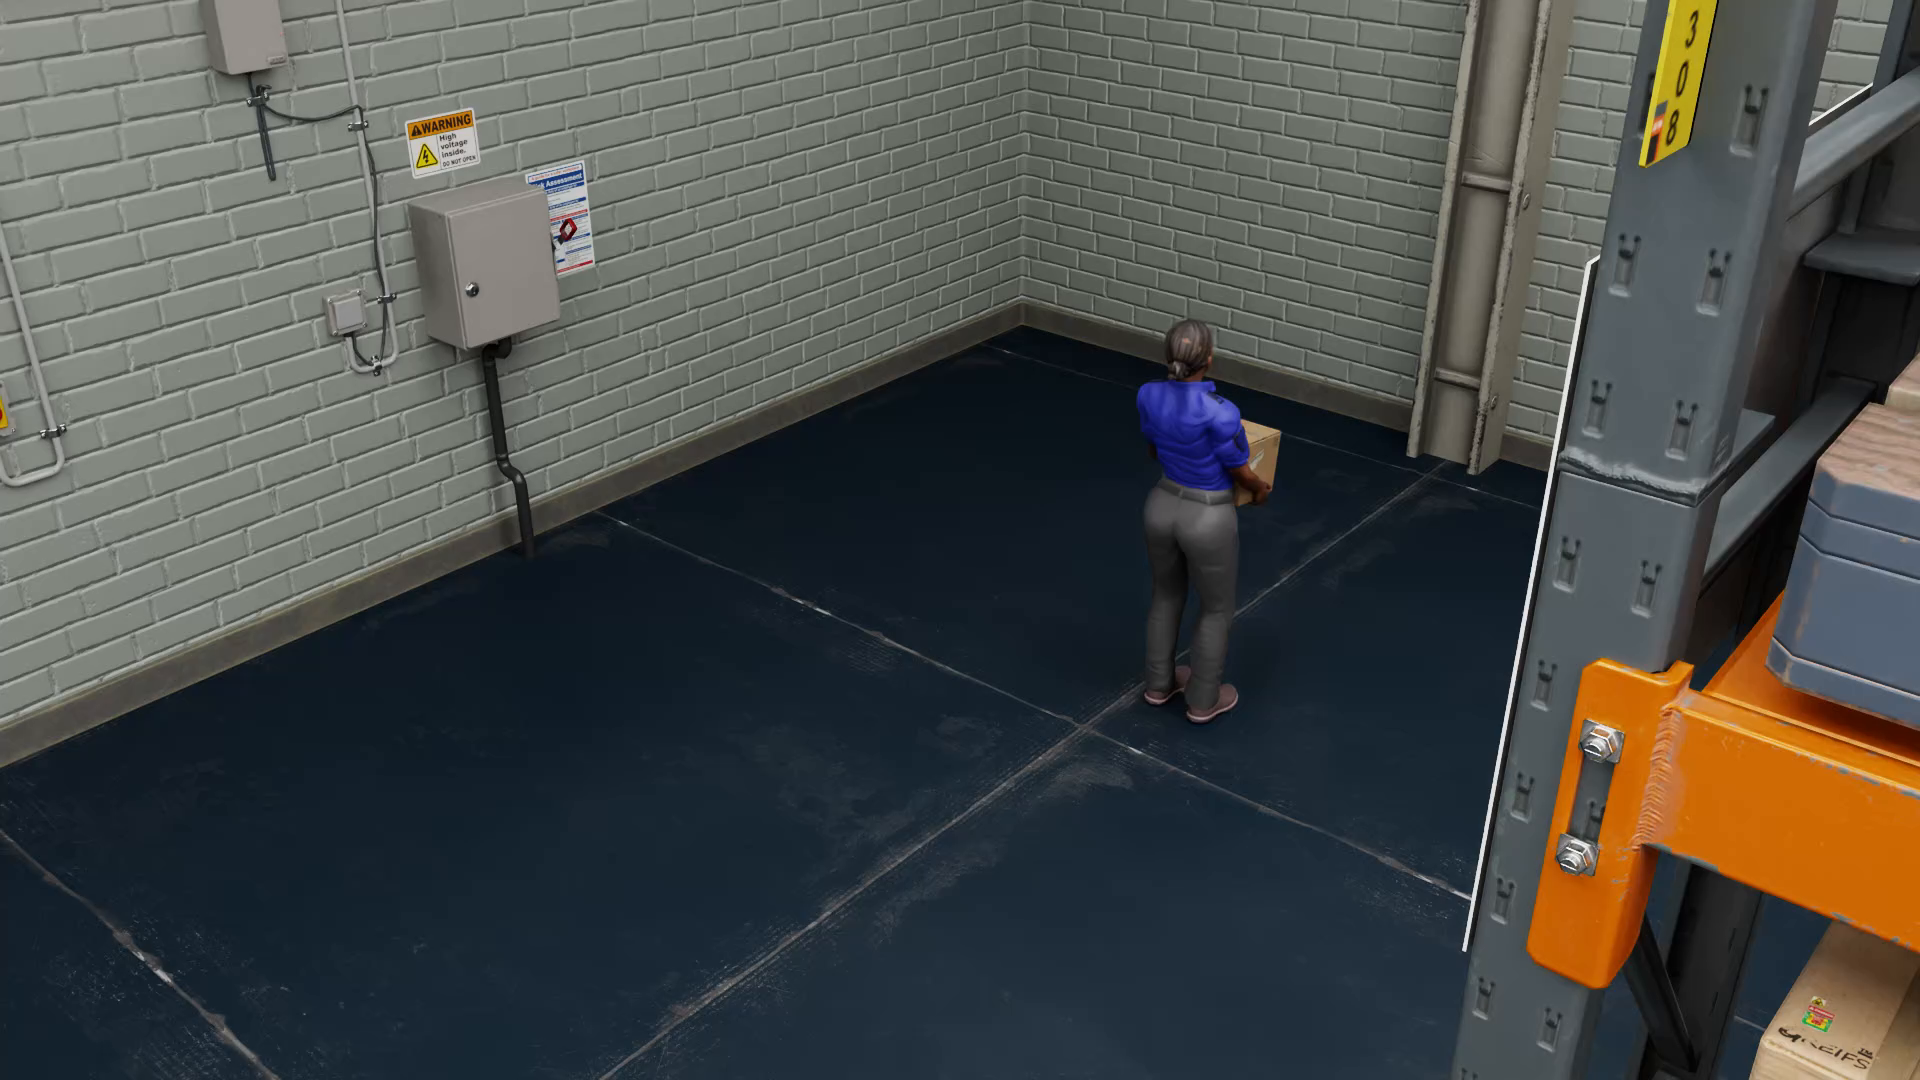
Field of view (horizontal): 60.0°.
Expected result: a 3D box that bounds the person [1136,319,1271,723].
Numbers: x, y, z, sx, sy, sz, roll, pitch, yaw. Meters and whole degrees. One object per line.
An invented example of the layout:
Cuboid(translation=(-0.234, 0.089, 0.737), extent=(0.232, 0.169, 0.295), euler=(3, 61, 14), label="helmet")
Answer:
Cuboid(translation=(0.915, -0.085, 6.300), extent=(0.450, 1.647, 0.518), euler=(21, 34, 35), label="person")
